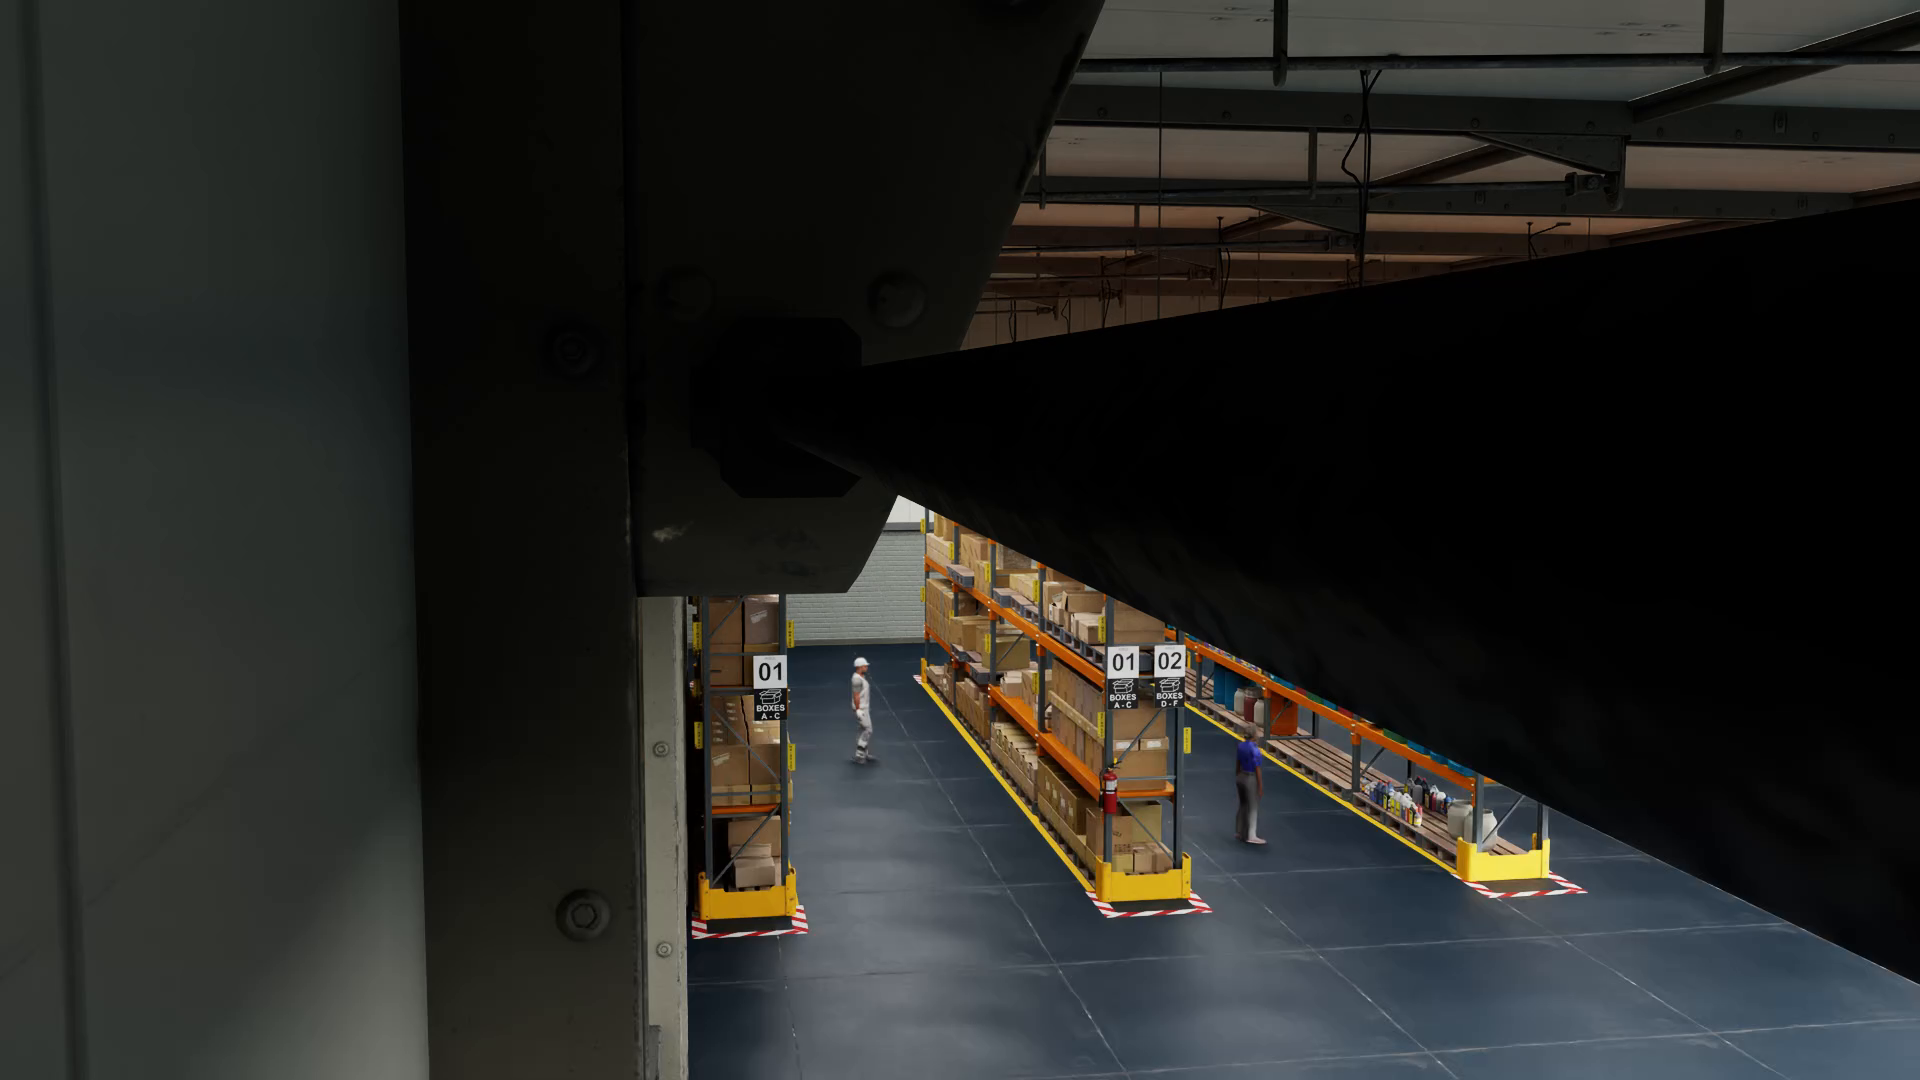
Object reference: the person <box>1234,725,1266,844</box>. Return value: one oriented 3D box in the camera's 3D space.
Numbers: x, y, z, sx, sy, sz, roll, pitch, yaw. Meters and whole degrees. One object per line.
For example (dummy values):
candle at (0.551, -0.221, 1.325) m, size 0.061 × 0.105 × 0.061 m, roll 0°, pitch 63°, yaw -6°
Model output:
person at (4.094, 3.488, 23.487) m, size 0.333 × 1.730 × 0.525 m, roll -3°, pitch 6°, yaw -27°

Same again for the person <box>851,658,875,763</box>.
person at (-1.678, 2.944, 28.731) m, size 0.394 × 1.839 × 0.571 m, roll 0°, pitch 5°, yaw 0°
